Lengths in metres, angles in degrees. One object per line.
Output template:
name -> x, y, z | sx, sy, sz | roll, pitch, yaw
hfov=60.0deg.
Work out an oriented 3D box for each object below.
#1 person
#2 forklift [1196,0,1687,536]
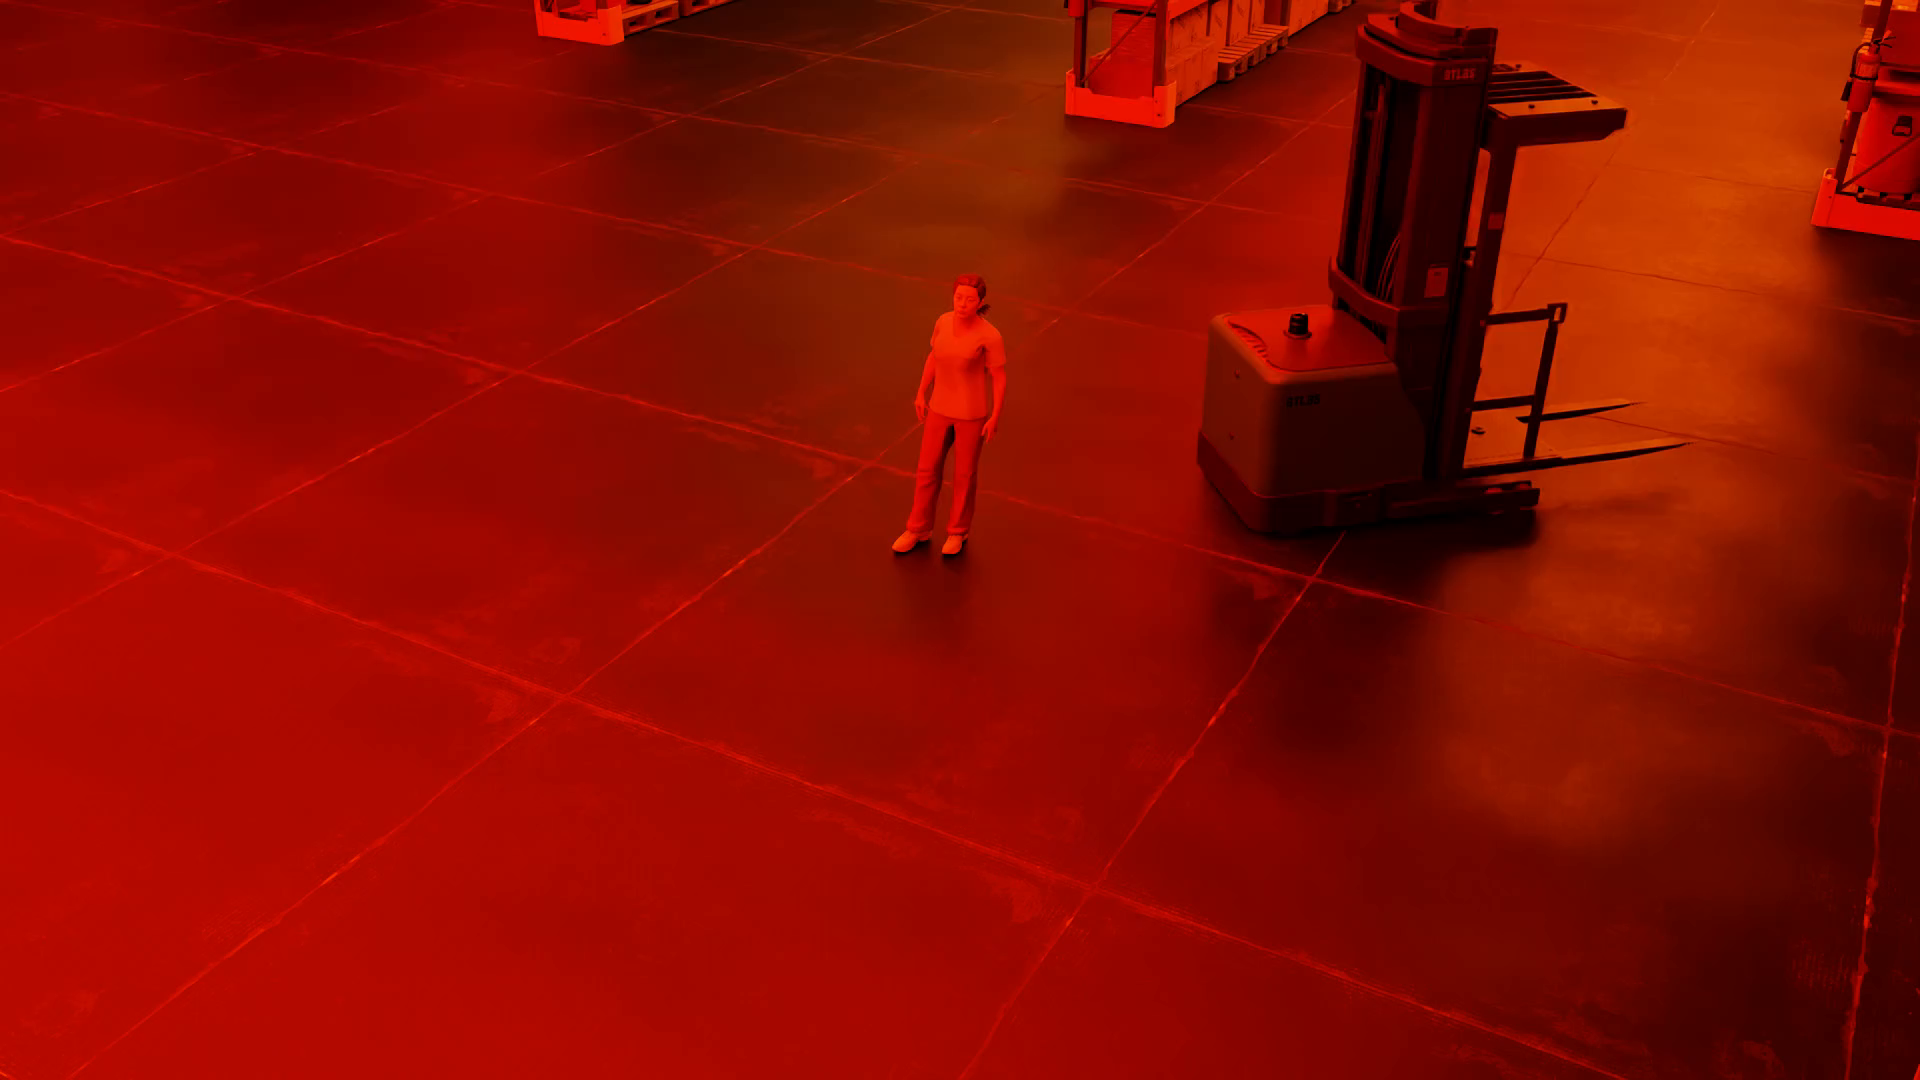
person -> -0.046, -0.702, 9.529 | 0.554, 1.673, 0.548 | 15, 33, 25
forklift -> 3.099, -1.677, 9.976 | 3.031, 2.935, 1.130 | -7, 31, -12
